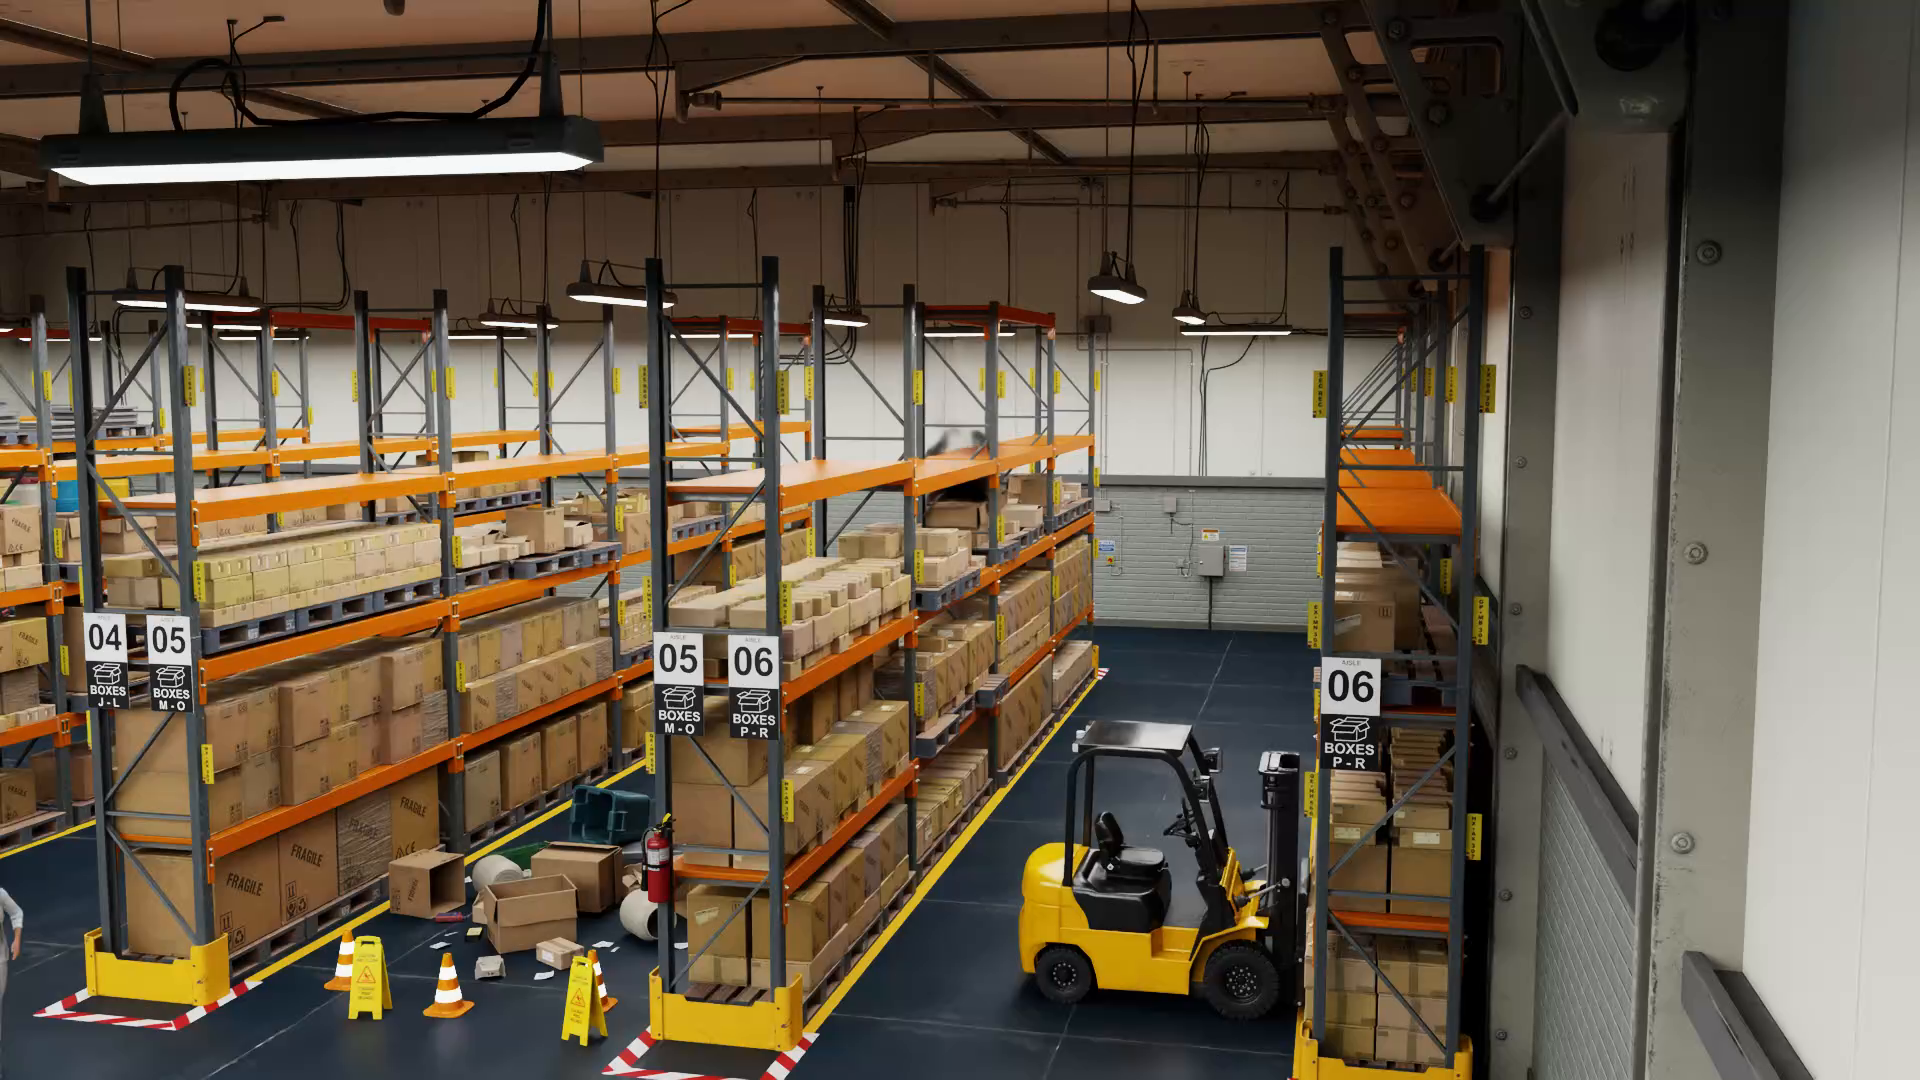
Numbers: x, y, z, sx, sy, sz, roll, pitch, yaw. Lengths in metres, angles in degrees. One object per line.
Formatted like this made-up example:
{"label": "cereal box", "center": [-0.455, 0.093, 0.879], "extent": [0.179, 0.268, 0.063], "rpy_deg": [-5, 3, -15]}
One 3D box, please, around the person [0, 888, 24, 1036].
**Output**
{"label": "person", "center": [-7.235, 3.141, 12.315], "extent": [0.567, 1.605, 0.736], "rpy_deg": [-4, 7, -32]}
